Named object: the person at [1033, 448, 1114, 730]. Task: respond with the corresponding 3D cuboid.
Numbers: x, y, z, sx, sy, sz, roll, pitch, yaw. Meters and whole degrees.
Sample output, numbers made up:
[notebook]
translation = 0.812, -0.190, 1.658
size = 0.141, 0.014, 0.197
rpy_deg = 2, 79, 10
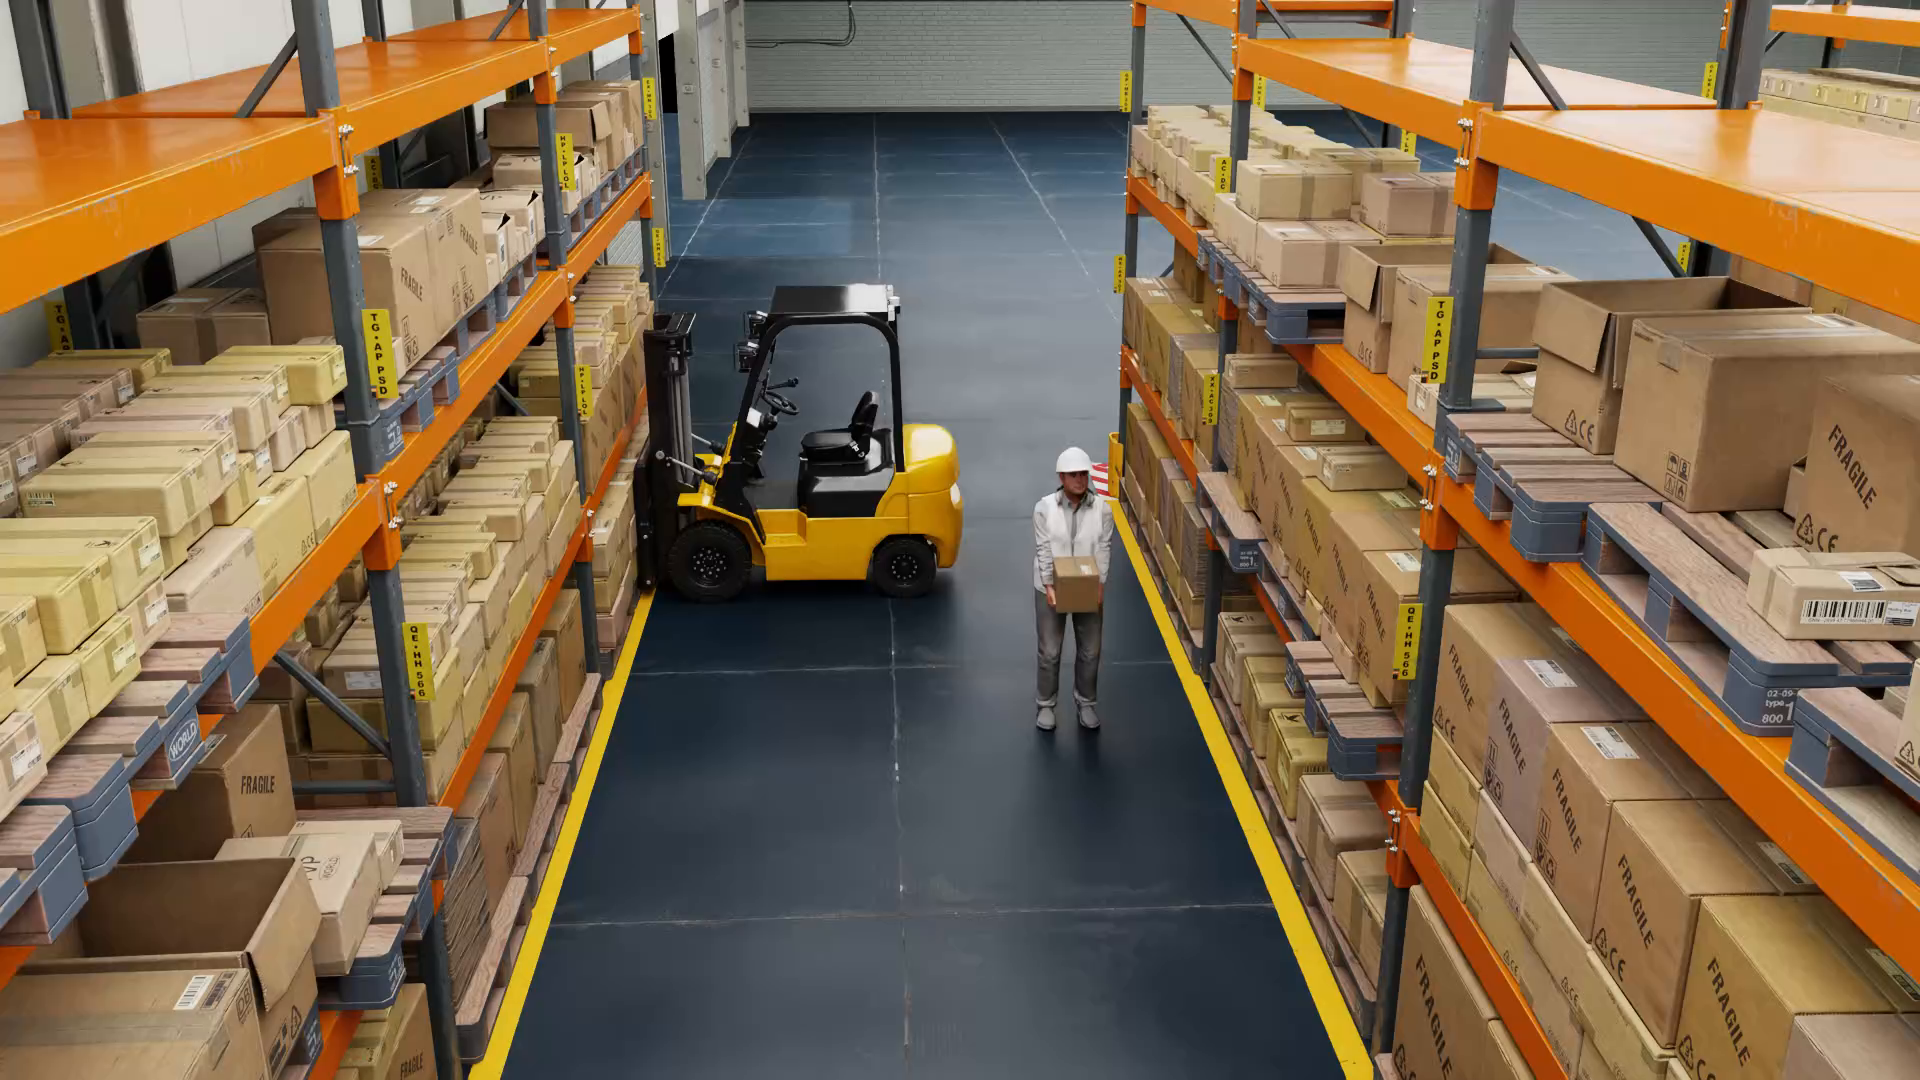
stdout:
[person]
translation = 0.695, 0.332, 10.152
size = 0.494, 1.762, 0.564
rpy_deg = -1, 20, -3
